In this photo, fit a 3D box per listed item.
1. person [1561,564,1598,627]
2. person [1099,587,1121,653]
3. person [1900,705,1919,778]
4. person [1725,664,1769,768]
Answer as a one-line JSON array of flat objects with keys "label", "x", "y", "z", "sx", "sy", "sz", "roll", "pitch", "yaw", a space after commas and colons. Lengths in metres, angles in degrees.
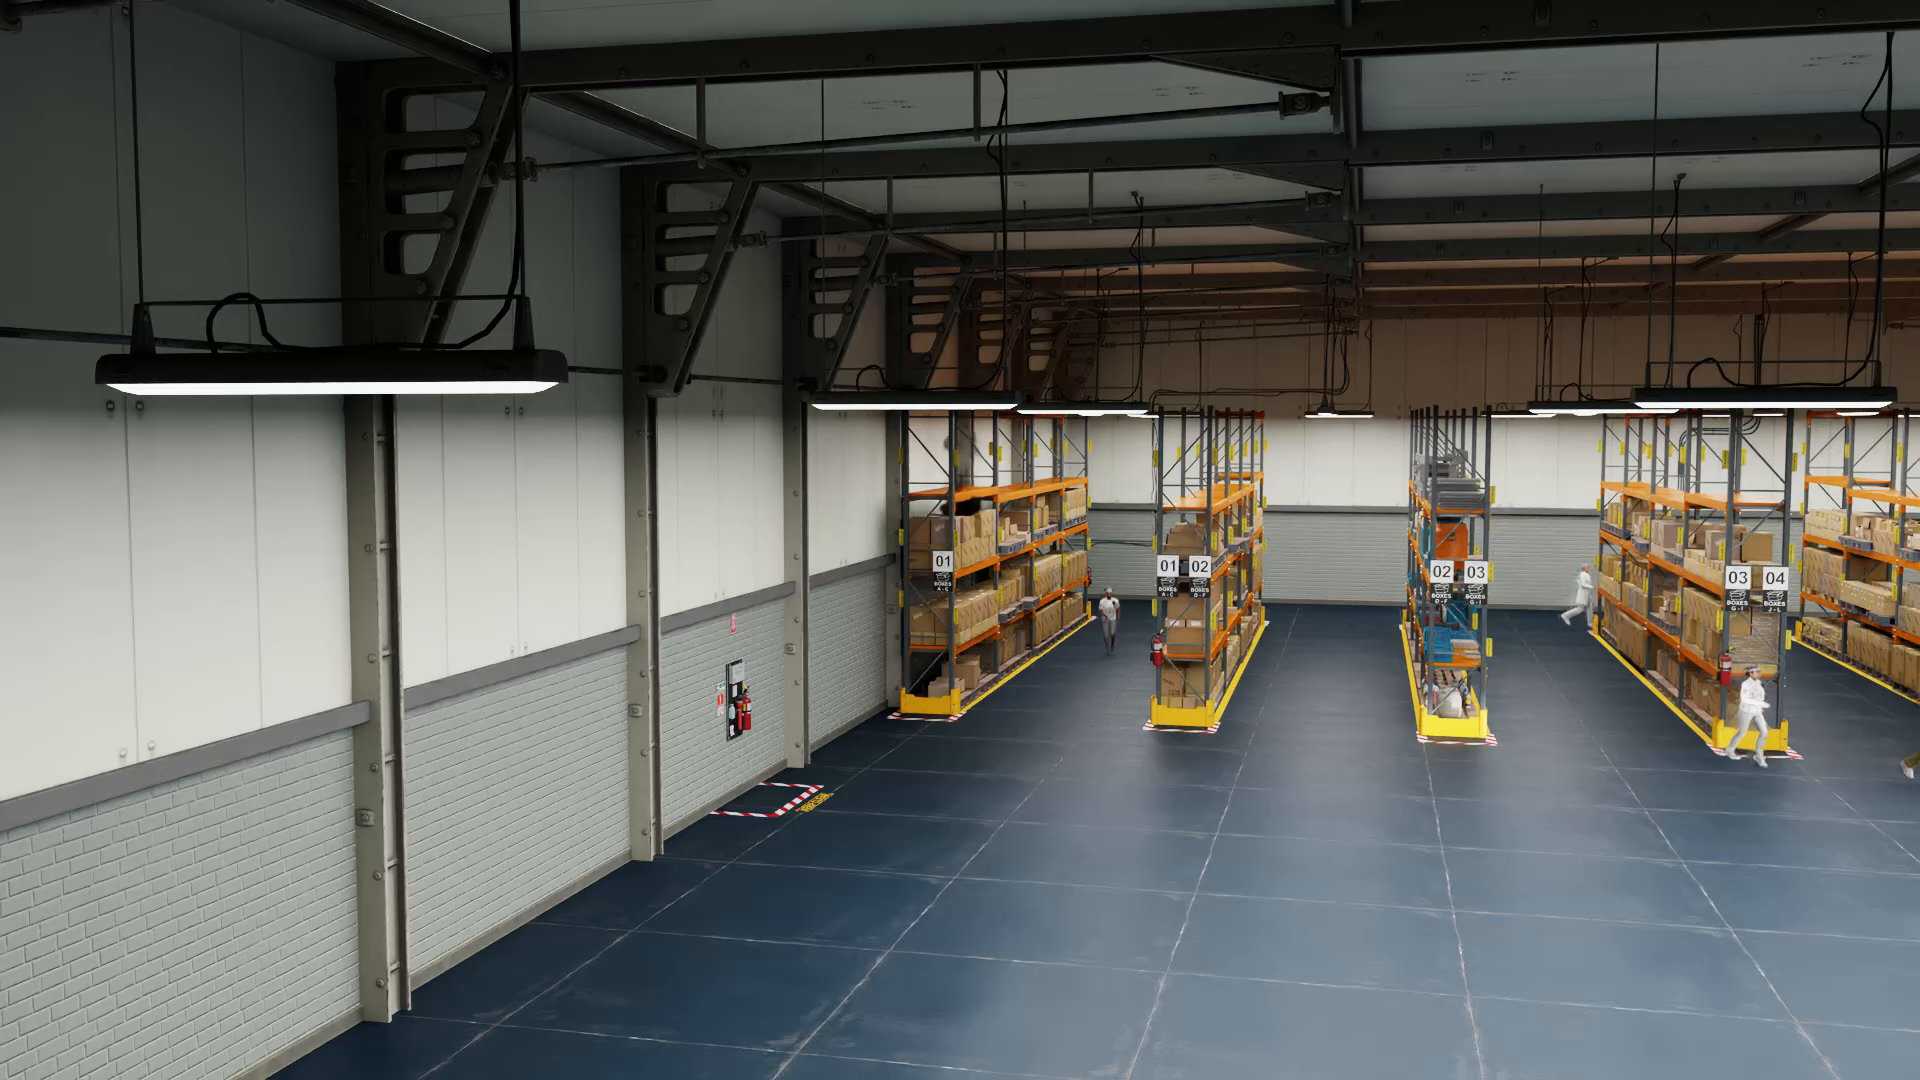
[{"label": "person", "x": 17.164, "y": 1.545, "z": 45.902, "sx": 1.048, "sy": 1.790, "sz": 0.719, "roll": 2, "pitch": 5, "yaw": 25}, {"label": "person", "x": 3.678, "y": 1.969, "z": 40.787, "sx": 0.551, "sy": 1.648, "sz": 0.663, "roll": 0, "pitch": 4, "yaw": 3}, {"label": "person", "x": 15.485, "y": 3.086, "z": 26.312, "sx": 0.922, "sy": 1.585, "sz": 0.790, "roll": -2, "pitch": 4, "yaw": -22}, {"label": "person", "x": 13.122, "y": 2.910, "z": 27.636, "sx": 0.602, "sy": 1.756, "sz": 0.800, "roll": -2, "pitch": 5, "yaw": -27}]
